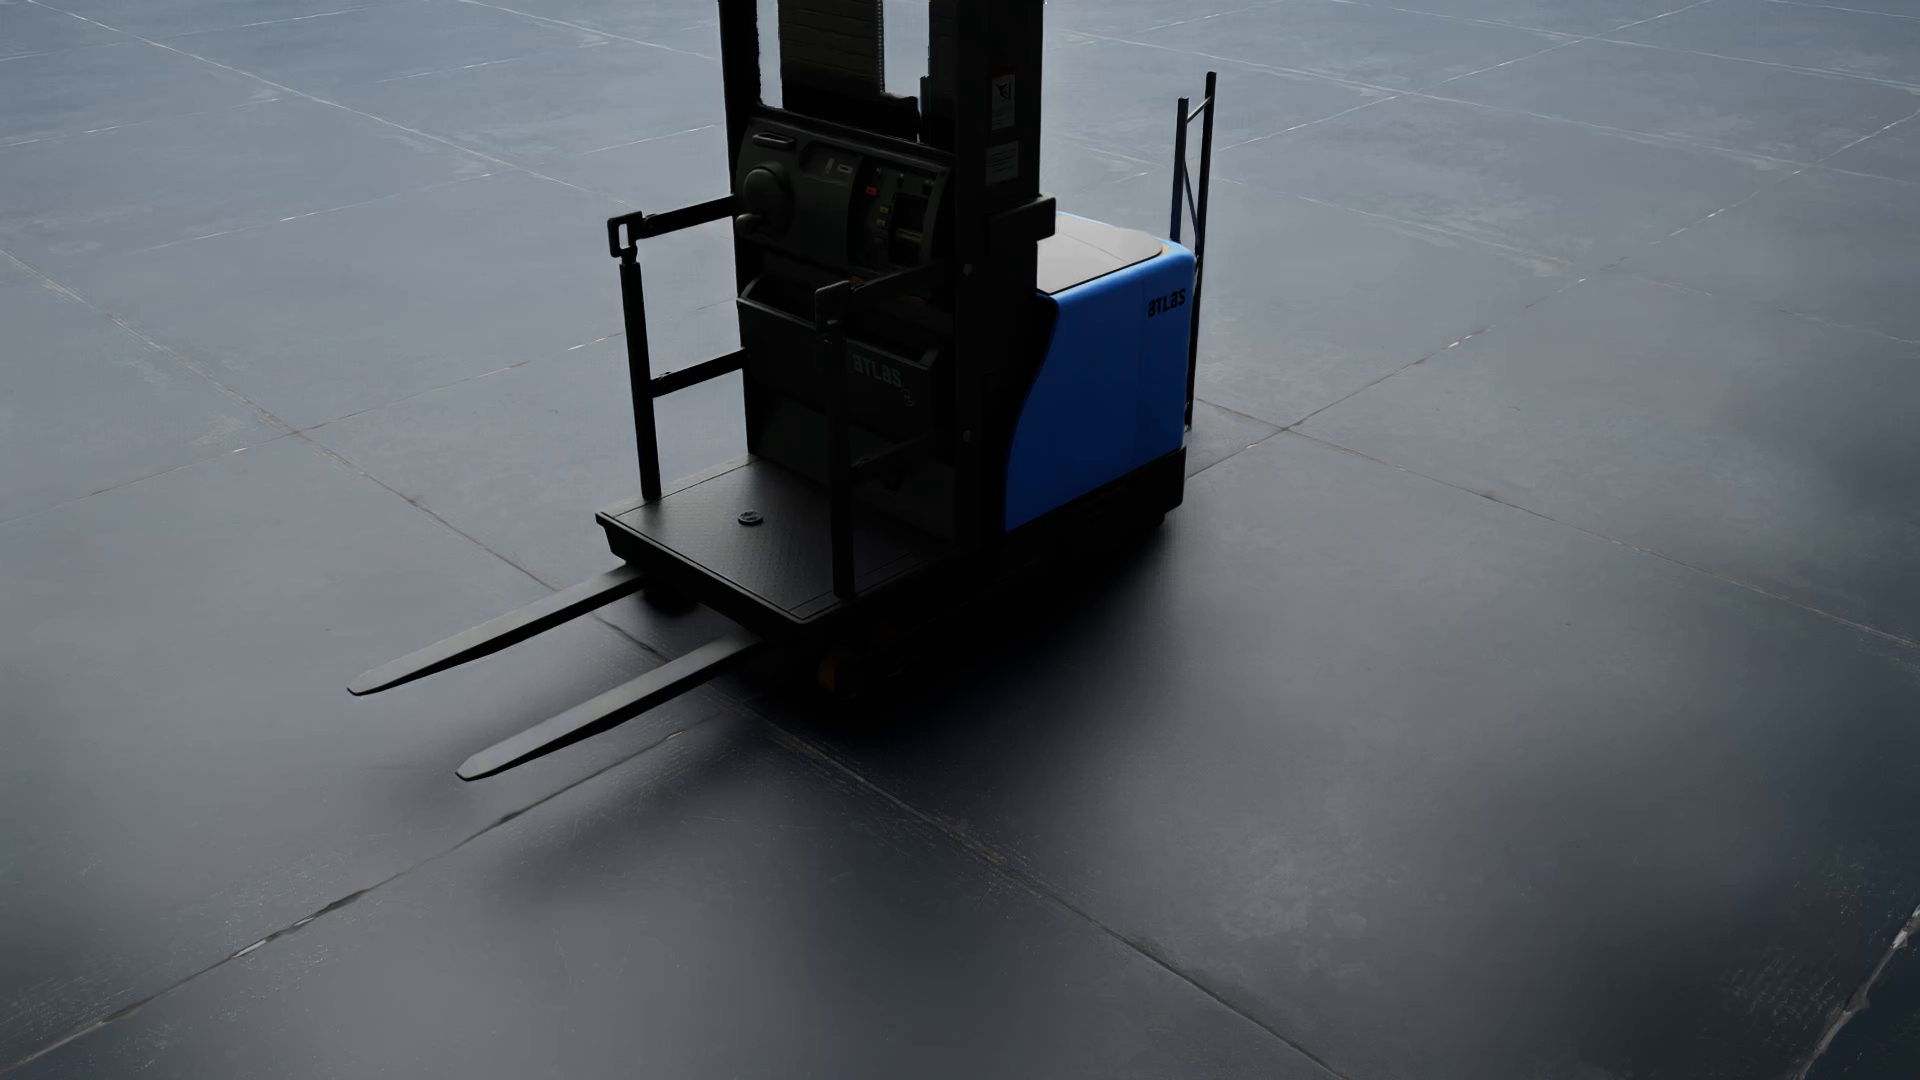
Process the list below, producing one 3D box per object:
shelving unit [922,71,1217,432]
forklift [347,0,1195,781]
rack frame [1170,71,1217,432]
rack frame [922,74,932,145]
[{"bbox_3d":[0.430,-1.153,6.831,1.048,1.500,0.538,10,29,18],"label":"shelving unit"},{"bbox_3d":[-0.530,-1.059,5.115,1.130,2.935,3.031,24,36,38],"label":"forklift"},{"bbox_3d":[0.905,-1.069,6.671,0.032,1.500,0.500,10,29,18],"label":"rack frame"},{"bbox_3d":[-0.045,-1.237,6.991,0.032,1.500,0.500,10,29,18],"label":"rack frame"}]
